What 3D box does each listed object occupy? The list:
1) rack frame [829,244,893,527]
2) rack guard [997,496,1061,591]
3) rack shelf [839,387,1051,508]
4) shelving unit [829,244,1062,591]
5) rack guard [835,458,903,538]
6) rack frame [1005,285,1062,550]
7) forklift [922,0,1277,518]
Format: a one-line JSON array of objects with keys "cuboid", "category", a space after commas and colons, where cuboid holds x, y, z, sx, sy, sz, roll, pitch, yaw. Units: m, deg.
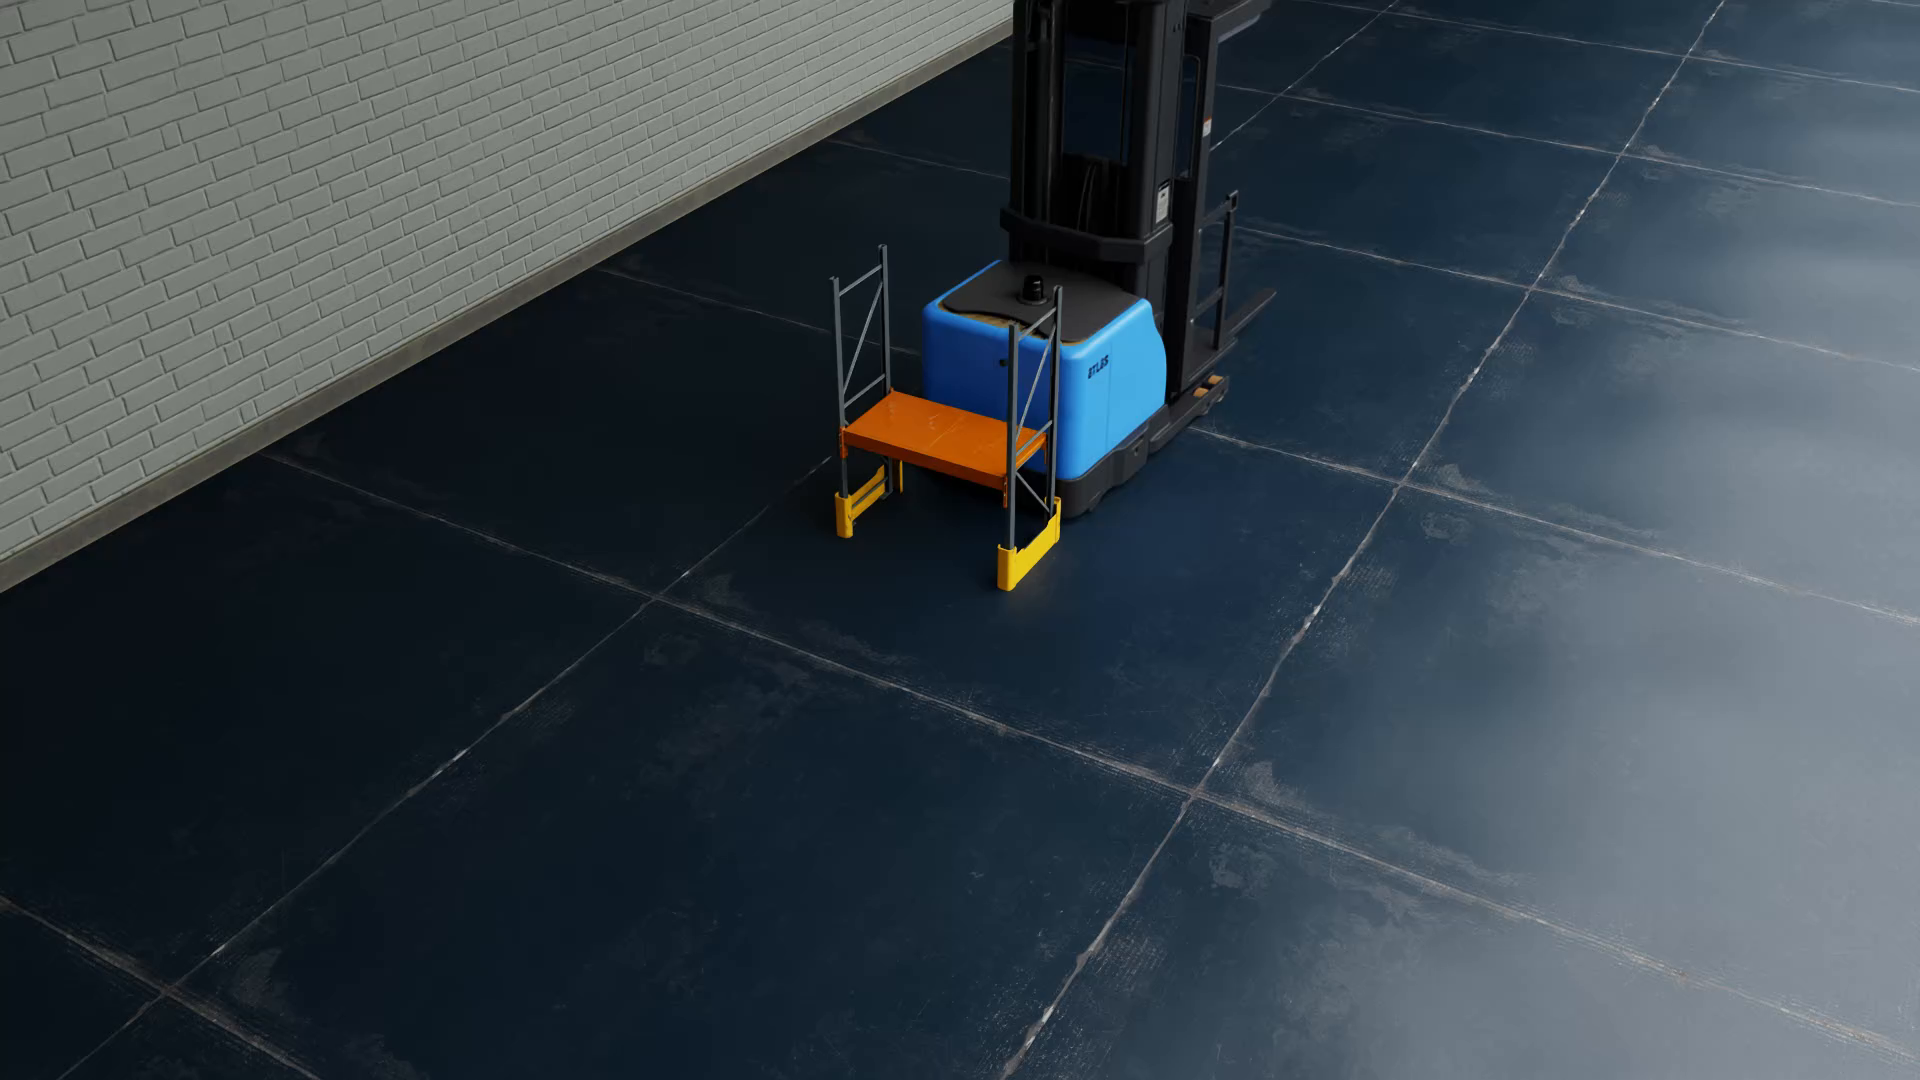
[{"cuboid": [-0.515, -0.788, 8.850, 0.032, 1.500, 0.500, 18, 37, 24], "category": "rack frame"}, {"cuboid": [0.366, 0.012, 8.778, 0.087, 0.250, 0.587, 18, 37, 24], "category": "rack guard"}, {"cuboid": [-0.074, -0.498, 8.740, 1.000, 0.185, 0.538, 18, 37, 24], "category": "rack shelf"}, {"cuboid": [-0.066, -0.645, 8.637, 1.083, 1.500, 0.587, 18, 37, 24], "category": "shelving unit"}, {"cuboid": [-0.499, -0.262, 9.189, 0.087, 0.250, 0.587, 18, 37, 24], "category": "rack guard"}, {"cuboid": [0.367, -0.508, 8.431, 0.032, 1.500, 0.500, 18, 37, 24], "category": "rack frame"}, {"cuboid": [1.010, -2.116, 9.554, 1.130, 2.935, 3.031, 20, 39, 27], "category": "forklift"}]
